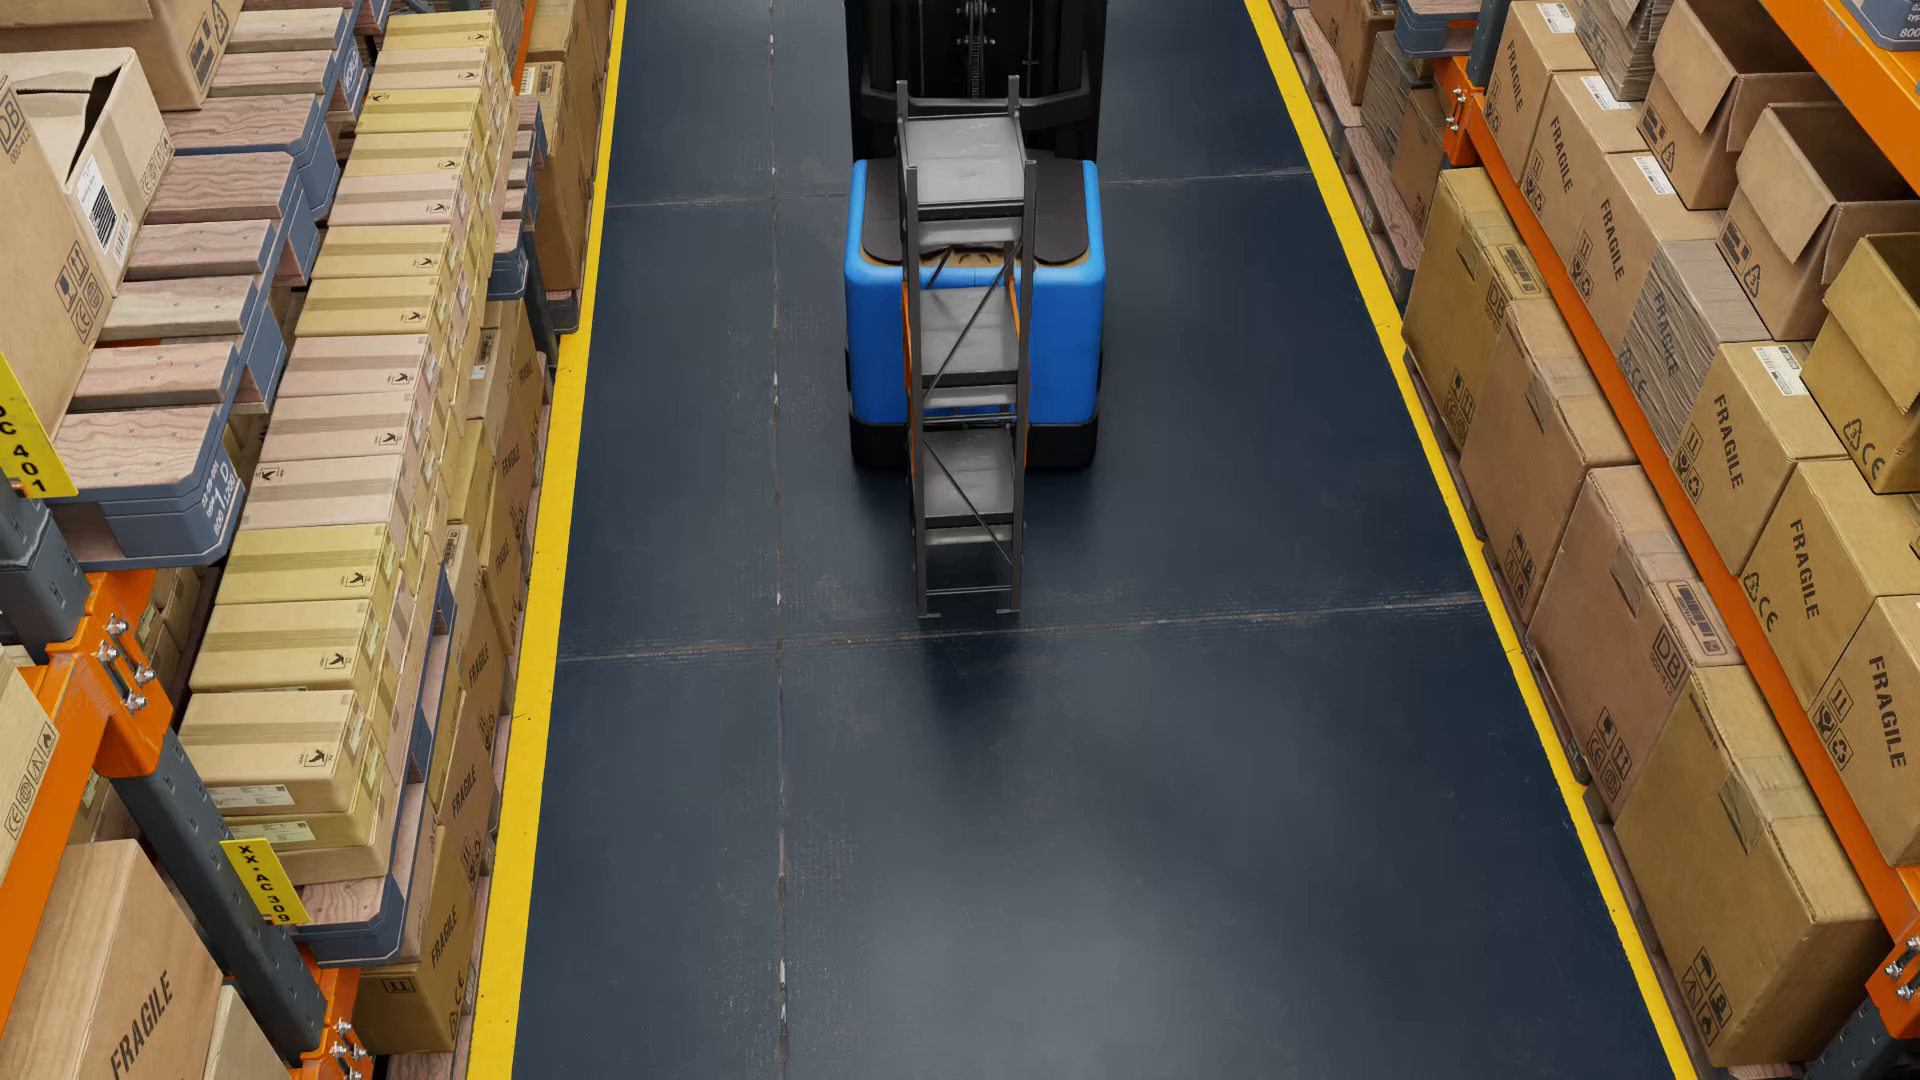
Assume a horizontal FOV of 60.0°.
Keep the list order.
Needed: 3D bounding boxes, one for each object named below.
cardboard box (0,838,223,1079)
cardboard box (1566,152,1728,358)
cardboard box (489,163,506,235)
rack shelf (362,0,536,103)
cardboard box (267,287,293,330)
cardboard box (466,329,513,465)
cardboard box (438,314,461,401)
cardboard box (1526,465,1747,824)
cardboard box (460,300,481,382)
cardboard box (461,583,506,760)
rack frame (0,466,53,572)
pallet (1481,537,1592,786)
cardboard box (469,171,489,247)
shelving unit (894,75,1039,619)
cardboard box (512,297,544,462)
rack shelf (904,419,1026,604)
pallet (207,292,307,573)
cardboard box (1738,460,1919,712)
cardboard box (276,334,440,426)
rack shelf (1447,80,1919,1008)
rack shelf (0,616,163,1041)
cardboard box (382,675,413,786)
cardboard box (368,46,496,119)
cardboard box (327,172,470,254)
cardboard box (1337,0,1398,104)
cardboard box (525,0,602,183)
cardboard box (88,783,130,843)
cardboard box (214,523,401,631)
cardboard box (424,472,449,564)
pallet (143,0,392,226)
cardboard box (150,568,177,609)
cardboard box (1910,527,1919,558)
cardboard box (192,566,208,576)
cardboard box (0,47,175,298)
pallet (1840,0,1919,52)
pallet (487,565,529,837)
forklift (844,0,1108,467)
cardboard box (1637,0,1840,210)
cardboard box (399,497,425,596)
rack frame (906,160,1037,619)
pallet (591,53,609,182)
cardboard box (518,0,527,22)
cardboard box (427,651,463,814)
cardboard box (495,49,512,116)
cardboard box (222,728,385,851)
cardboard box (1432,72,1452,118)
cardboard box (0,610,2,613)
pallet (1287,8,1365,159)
[{"bbox_3d":[-1.708,0.909,2.998,0.500,0.500,0.500,-5,47,-5],"label":"cardboard box"},{"bbox_3d":[2.461,-0.980,5.679,0.500,0.500,0.500,-4,47,-4],"label":"cardboard box"},{"bbox_3d":[-1.811,-1.192,5.833,0.380,0.149,0.250,-3,47,-3],"label":"cardboard box"},{"bbox_3d":[-2.519,-3.028,8.184,1.077,0.370,4.000,-3,47,-3],"label":"rack shelf"},{"bbox_3d":[-2.421,-0.774,5.437,0.380,0.149,0.250,-2,47,-2],"label":"cardboard box"},{"bbox_3d":[-1.980,-0.528,6.236,0.500,0.250,0.500,-3,47,-3],"label":"cardboard box"},{"bbox_3d":[-1.724,-0.539,5.010,0.380,0.149,0.250,-4,47,-4],"label":"cardboard box"},{"bbox_3d":[2.785,0.315,5.696,1.225,0.875,0.875,-5,47,-5],"label":"cardboard box"},{"bbox_3d":[-1.750,-0.629,5.300,0.380,0.149,0.250,-2,47,-2],"label":"cardboard box"},{"bbox_3d":[-1.917,0.469,5.809,0.500,0.500,0.500,-3,47,-3],"label":"cardboard box"},{"bbox_3d":[-2.016,-0.997,1.633,1.000,3.000,0.127,-3,47,-3],"label":"rack frame"},{"bbox_3d":[2.690,0.358,6.402,1.003,0.211,1.213,-3,47,-3],"label":"pallet"},{"bbox_3d":[-1.787,-1.095,5.536,0.380,0.149,0.250,-3,47,-3],"label":"cardboard box"},{"bbox_3d":[0.014,-0.602,6.011,0.431,2.100,0.503,-3,47,-3],"label":"shelving unit"},{"bbox_3d":[-2.036,-0.653,6.872,0.500,0.500,0.500,-4,47,-3],"label":"cardboard box"},{"bbox_3d":[0.014,-0.112,6.529,0.431,0.518,0.480,-3,47,-3],"label":"rack shelf"},{"bbox_3d":[-2.145,-0.333,5.268,1.003,0.211,1.213,-3,47,-3],"label":"pallet"},{"bbox_3d":[2.589,0.123,4.636,0.500,0.500,0.500,-2,47,-2],"label":"cardboard box"},{"bbox_3d":[-1.700,-0.445,4.716,0.380,0.149,0.250,-2,47,-2],"label":"cardboard box"},{"bbox_3d":[2.767,-0.362,5.659,1.077,0.370,4.000,-3,47,-3],"label":"rack shelf"},{"bbox_3d":[-1.849,1.728,1.613,1.077,0.370,4.000,-3,47,-3],"label":"rack shelf"},{"bbox_3d":[-1.620,0.494,4.236,0.380,0.149,0.250,-3,47,-3],"label":"cardboard box"},{"bbox_3d":[-1.835,-1.583,5.793,0.380,0.149,0.250,-4,47,-4],"label":"cardboard box"},{"bbox_3d":[-1.772,-1.025,5.266,0.380,0.149,0.250,-3,47,-3],"label":"cardboard box"},{"bbox_3d":[2.410,-2.642,8.742,0.700,0.500,0.500,0,47,0],"label":"cardboard box"},{"bbox_3d":[-2.389,-2.278,8.238,1.050,0.750,0.750,-3,47,-3],"label":"cardboard box"},{"bbox_3d":[-2.247,0.732,4.011,0.380,0.149,0.250,-4,47,-4],"label":"cardboard box"},{"bbox_3d":[-1.639,0.103,4.197,0.380,0.149,0.250,-3,47,-3],"label":"cardboard box"},{"bbox_3d":[-1.679,-0.053,4.754,0.380,0.149,0.250,-5,47,-5],"label":"cardboard box"},{"bbox_3d":[-2.052,-1.105,3.930,1.213,0.211,1.003,-3,47,-3],"label":"pallet"},{"bbox_3d":[-2.315,0.062,4.441,0.380,0.149,0.250,-5,47,-5],"label":"cardboard box"},{"bbox_3d":[2.873,-0.004,4.064,0.797,0.503,0.637,-5,47,-4],"label":"cardboard box"},{"bbox_3d":[-2.338,-0.018,4.722,0.380,0.149,0.250,-5,47,-5],"label":"cardboard box"},{"bbox_3d":[-1.881,-0.729,3.217,0.500,0.311,0.500,-4,47,-4],"label":"cardboard box"},{"bbox_3d":[2.803,-1.752,4.544,1.003,0.211,1.213,-2,47,-1],"label":"pallet"},{"bbox_3d":[-2.188,0.576,6.195,1.003,0.211,1.213,-3,47,-3],"label":"pallet"},{"bbox_3d":[0.067,-2.369,7.112,1.130,2.935,3.031,0,47,0],"label":"forklift"},{"bbox_3d":[2.697,-1.435,5.419,0.797,0.503,0.637,-3,47,-2],"label":"cardboard box"},{"bbox_3d":[-1.659,0.030,4.471,0.380,0.149,0.250,-5,47,-5],"label":"cardboard box"},{"bbox_3d":[0.034,-0.426,5.844,0.400,2.100,0.015,-3,47,-3],"label":"rack frame"},{"bbox_3d":[-2.441,-2.325,8.943,1.003,0.211,1.213,-3,47,-3],"label":"pallet"},{"bbox_3d":[-2.165,-2.572,7.187,0.500,0.500,0.500,-4,47,-4],"label":"cardboard box"},{"bbox_3d":[-1.862,0.587,5.181,0.500,0.250,0.500,-2,47,-2],"label":"cardboard box"},{"bbox_3d":[-1.856,-1.659,6.071,0.380,0.149,0.250,-3,47,-2],"label":"cardboard box"},{"bbox_3d":[-1.591,0.592,3.939,0.380,0.149,0.250,-3,47,-3],"label":"cardboard box"},{"bbox_3d":[2.514,-2.089,7.702,0.500,0.250,0.500,-2,47,-2],"label":"cardboard box"},{"bbox_3d":[-2.288,0.143,4.159,0.380,0.149,0.250,-5,47,-5],"label":"cardboard box"},{"bbox_3d":[2.437,-2.544,9.151,1.003,0.211,1.213,-3,47,-3],"label":"pallet"}]
